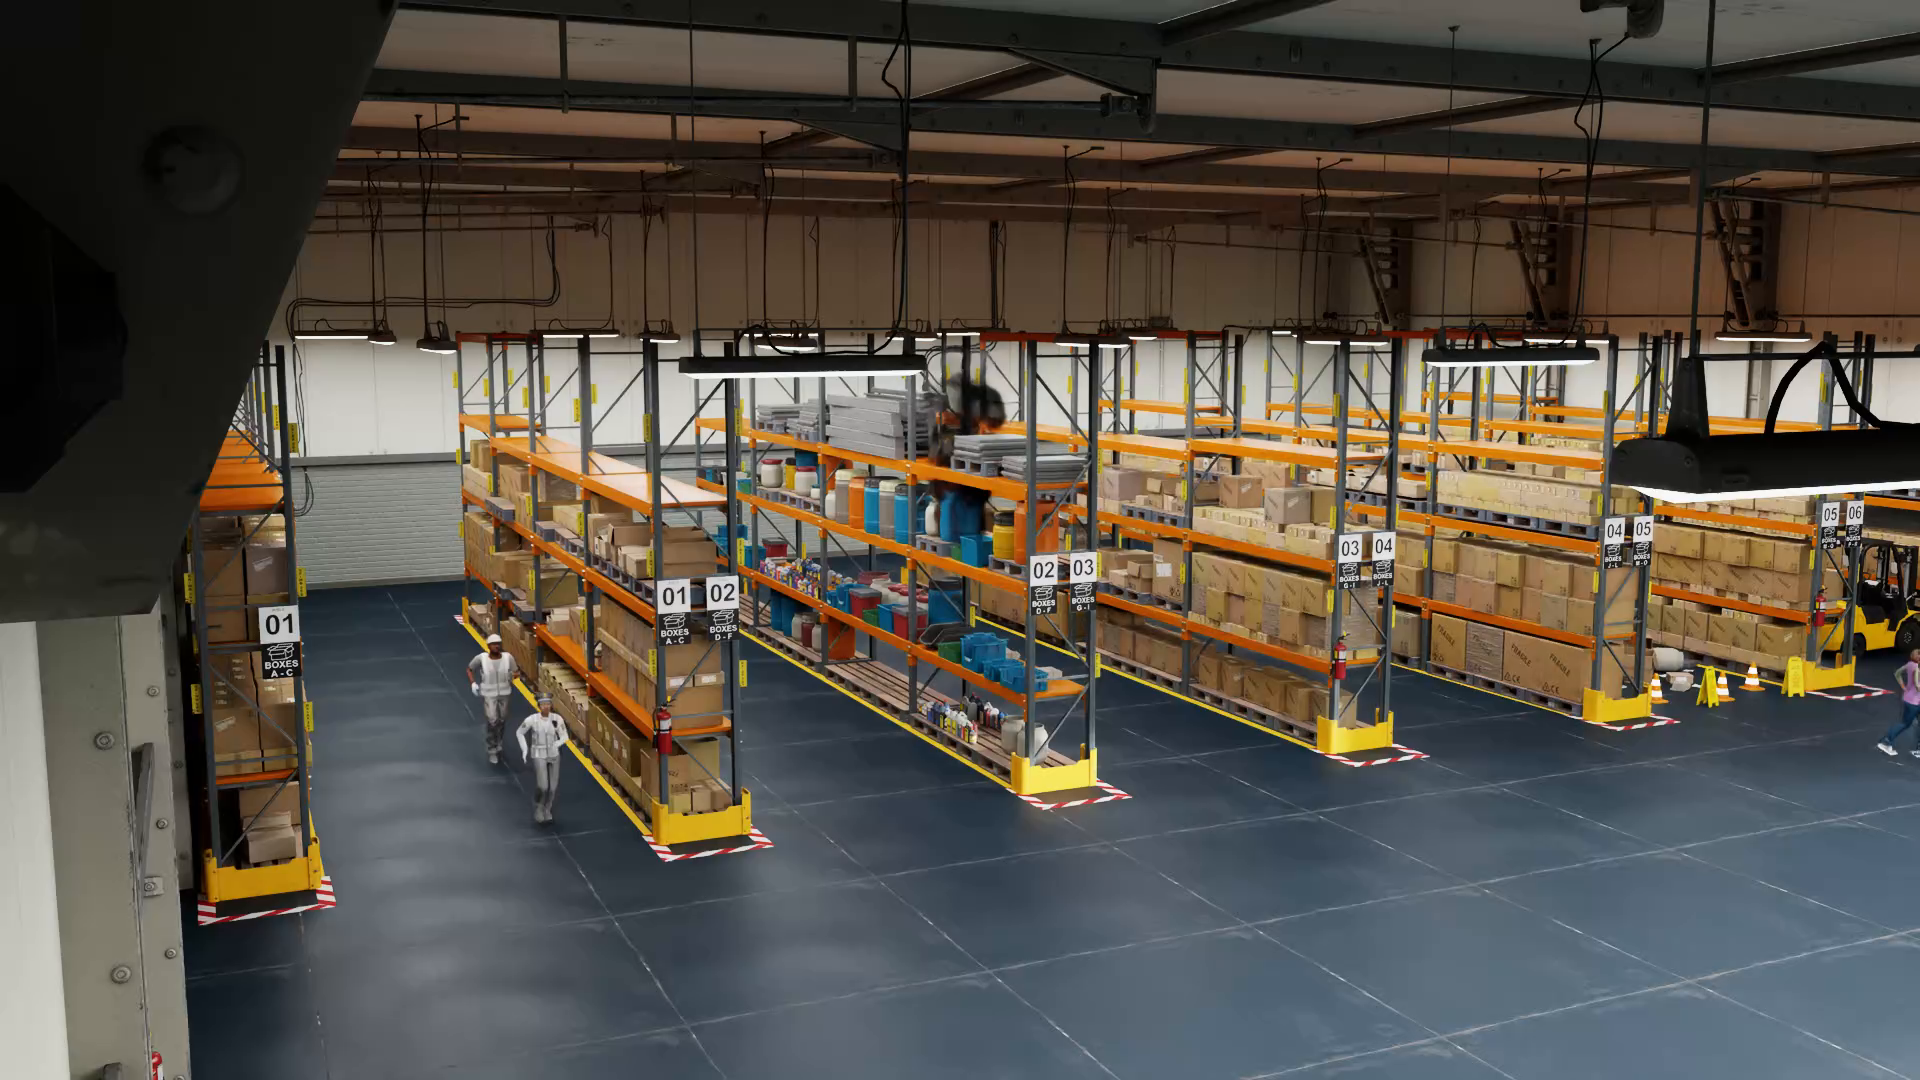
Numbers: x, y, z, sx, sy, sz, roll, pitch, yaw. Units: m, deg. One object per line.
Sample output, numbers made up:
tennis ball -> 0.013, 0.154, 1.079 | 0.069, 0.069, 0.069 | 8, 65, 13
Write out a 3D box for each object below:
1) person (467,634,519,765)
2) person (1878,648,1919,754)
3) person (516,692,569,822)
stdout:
person -> -6.631, 2.255, 23.769 | 0.670, 1.843, 0.760 | -5, 9, -31
person -> 13.558, 2.343, 23.711 | 0.751, 1.632, 0.528 | 4, 8, 25
person -> -5.161, 2.713, 20.703 | 0.593, 1.660, 0.624 | -4, 9, -27
